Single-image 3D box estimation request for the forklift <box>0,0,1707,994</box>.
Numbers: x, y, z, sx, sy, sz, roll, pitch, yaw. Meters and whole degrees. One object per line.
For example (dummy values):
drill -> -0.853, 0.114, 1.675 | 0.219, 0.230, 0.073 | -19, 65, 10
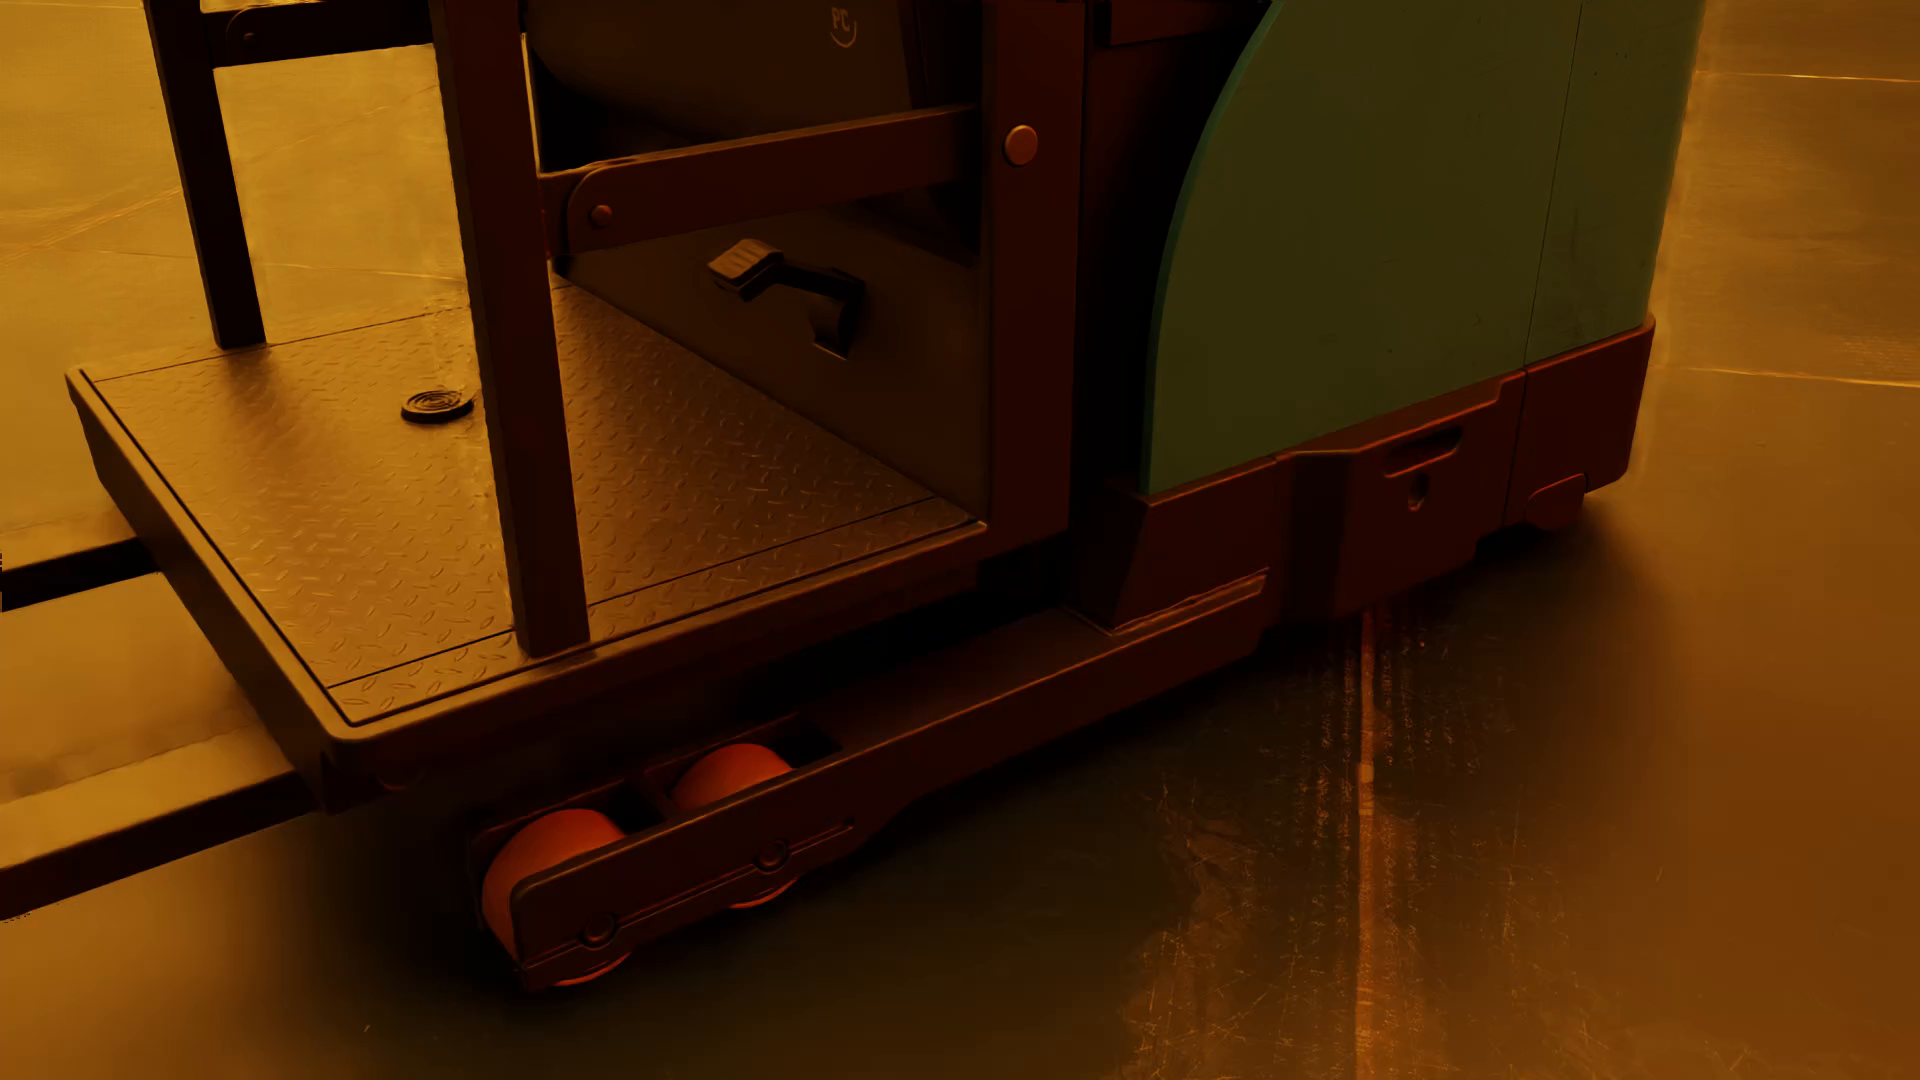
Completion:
forklift -> -0.453, -1.143, 1.511 | 3.031, 2.935, 1.130 | -19, 32, -32
